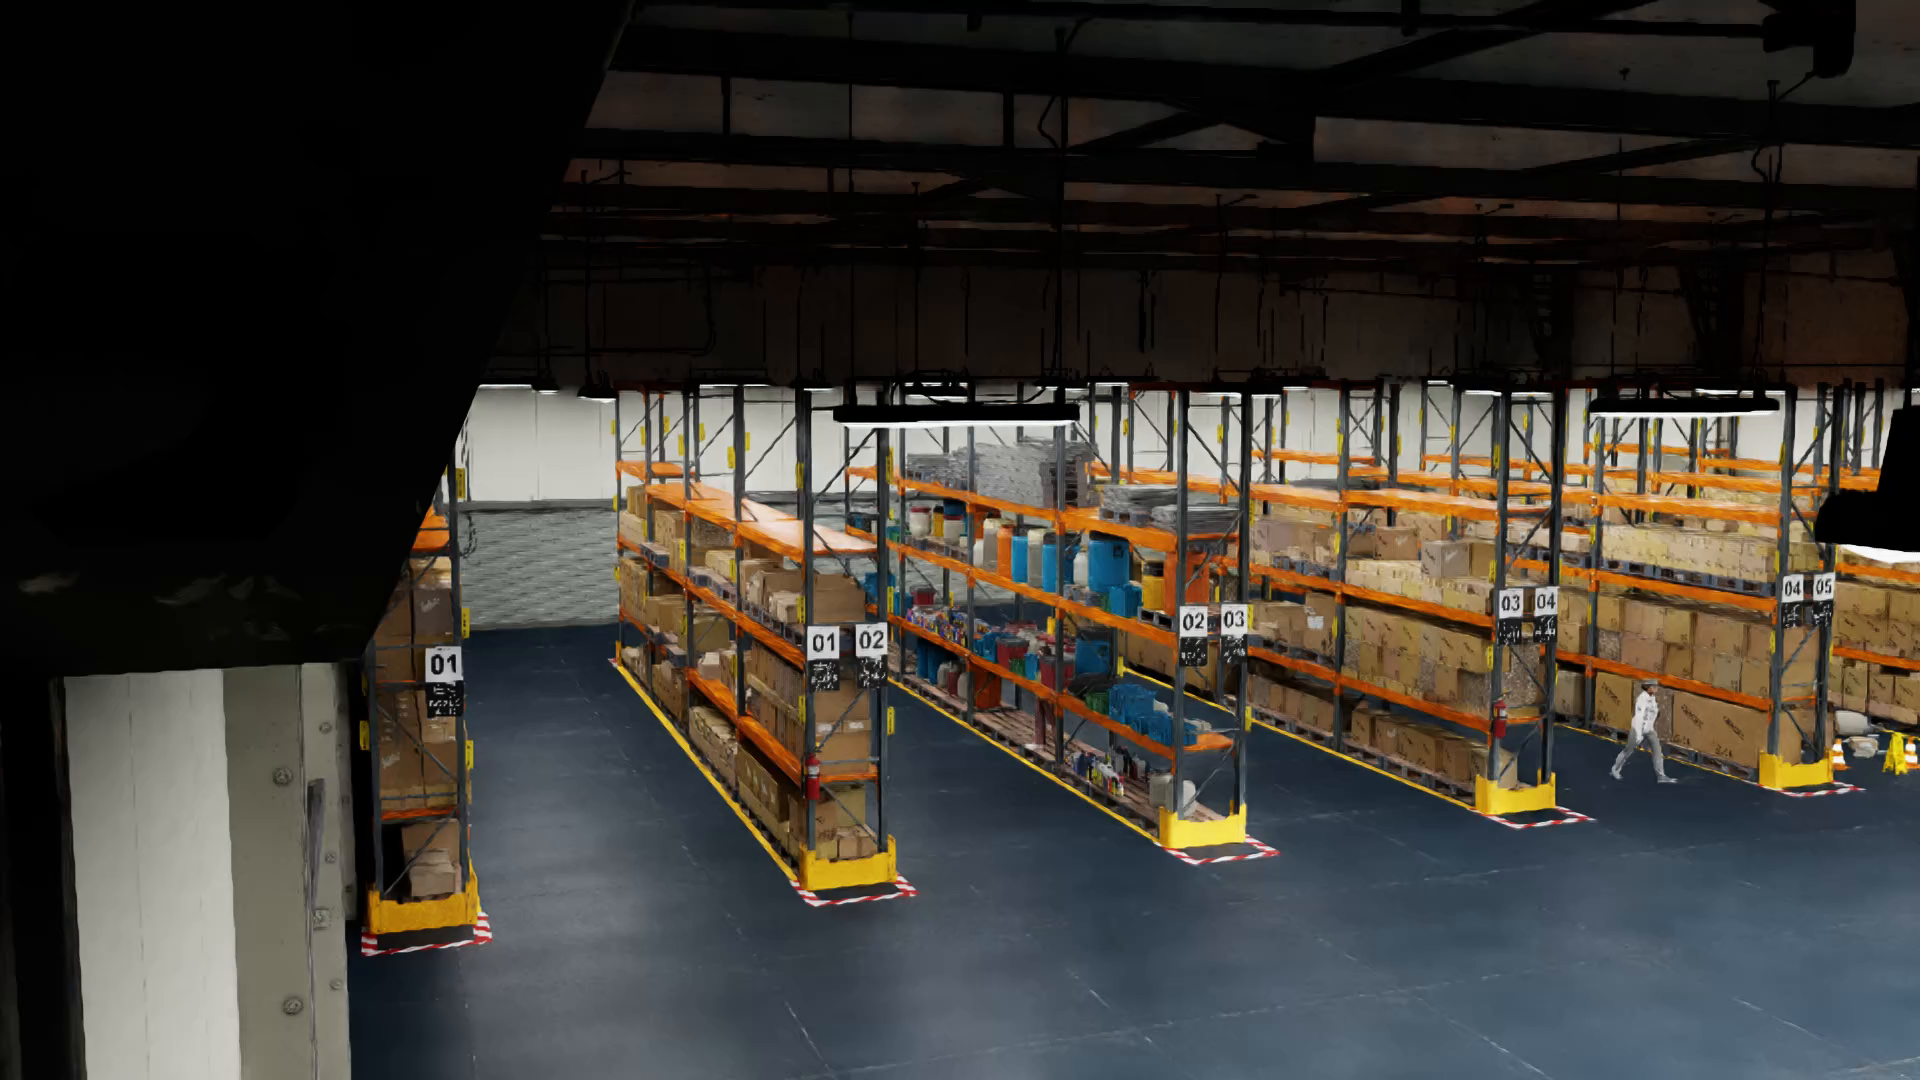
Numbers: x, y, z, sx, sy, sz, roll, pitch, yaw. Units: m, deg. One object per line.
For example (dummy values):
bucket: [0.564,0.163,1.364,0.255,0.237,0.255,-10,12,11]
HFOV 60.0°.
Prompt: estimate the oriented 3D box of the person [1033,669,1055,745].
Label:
person: [1.416,2.588,26.432,0.460,1.358,0.477,-3,7,-28]

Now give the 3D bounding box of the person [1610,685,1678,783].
person: [10.360,2.874,25.184,0.529,1.602,0.929,-5,8,-41]
